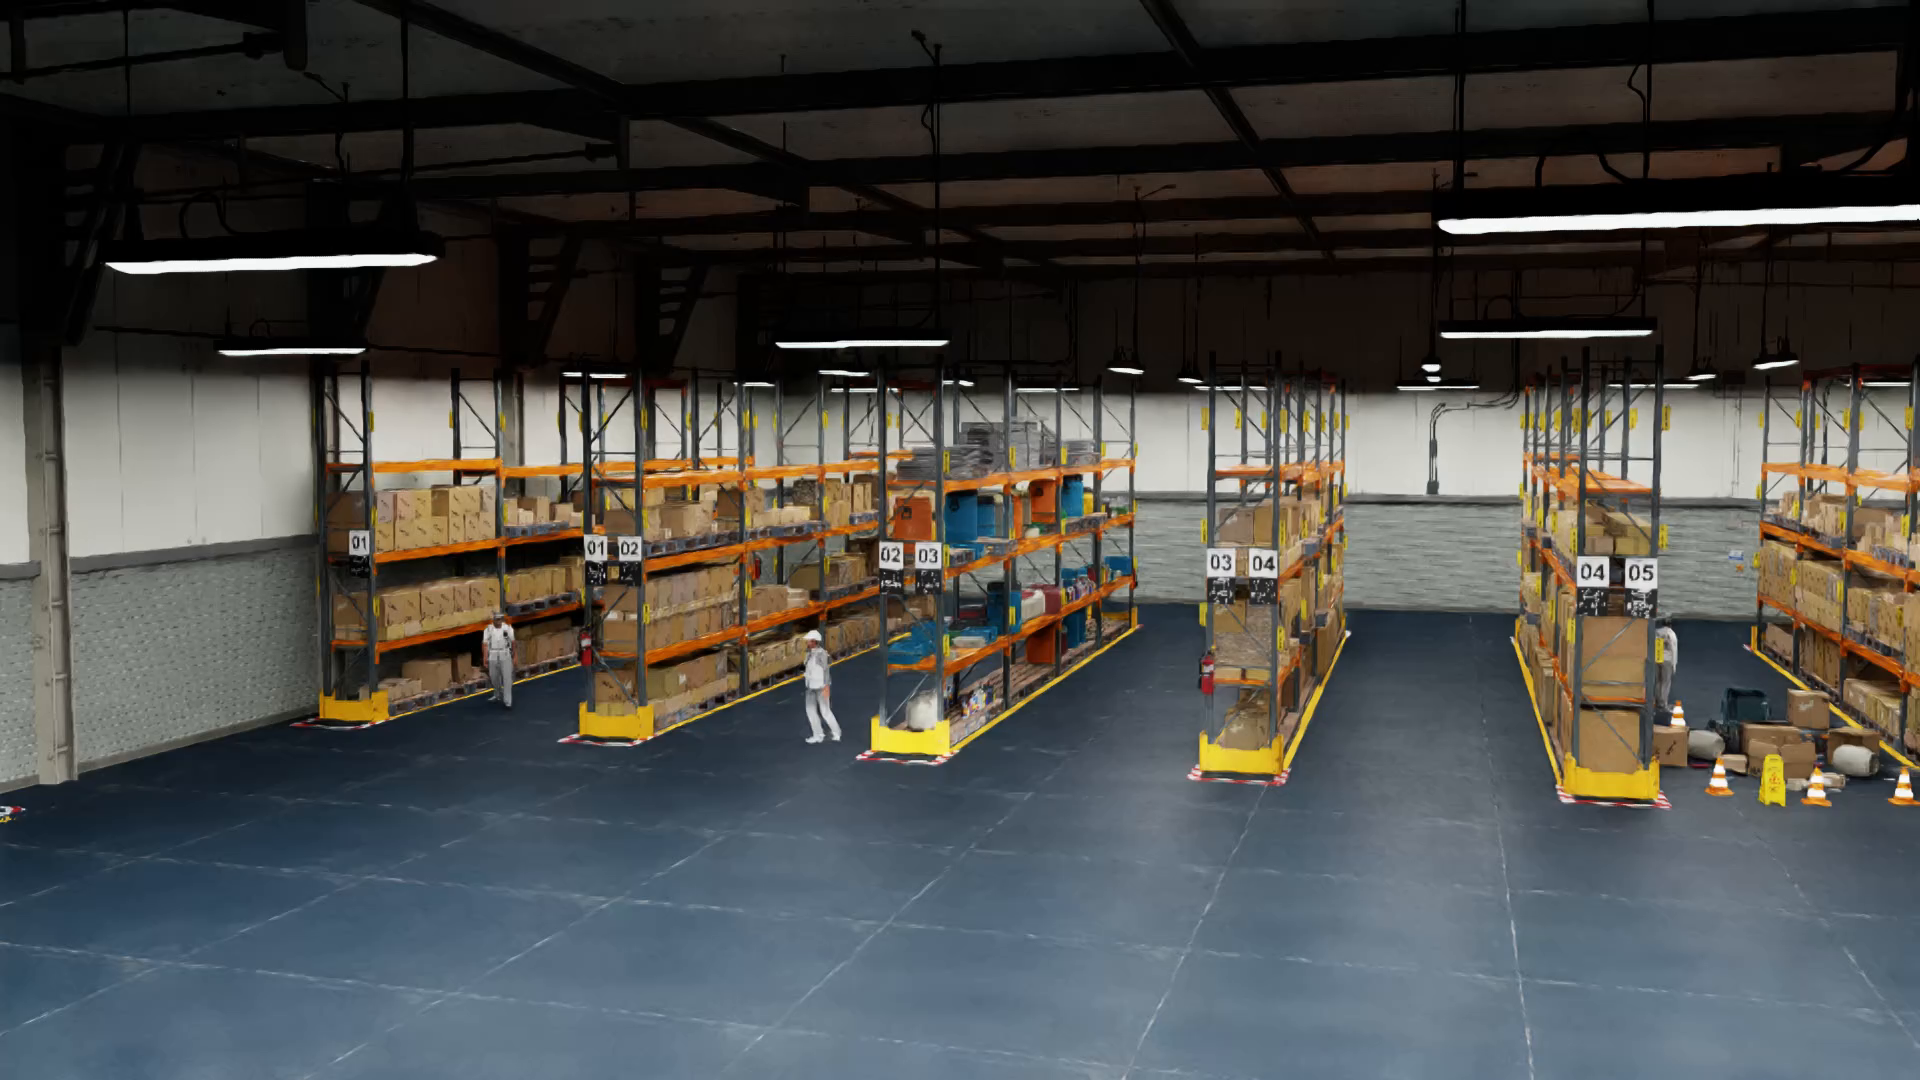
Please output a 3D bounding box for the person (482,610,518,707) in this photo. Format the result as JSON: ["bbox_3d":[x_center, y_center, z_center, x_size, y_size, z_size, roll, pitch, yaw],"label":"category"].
[{"bbox_3d":[-8.093,2.066,29.230,0.585,1.710,0.976,0,4,-7],"label":"person"}]

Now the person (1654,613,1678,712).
[{"bbox_3d":[12.200,2.104,28.696,0.408,1.680,0.538,-1,4,-15],"label":"person"}]

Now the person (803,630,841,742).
[{"bbox_3d":[-2.154,2.272,25.967,0.567,1.761,0.553,-3,5,-37],"label":"person"}]
